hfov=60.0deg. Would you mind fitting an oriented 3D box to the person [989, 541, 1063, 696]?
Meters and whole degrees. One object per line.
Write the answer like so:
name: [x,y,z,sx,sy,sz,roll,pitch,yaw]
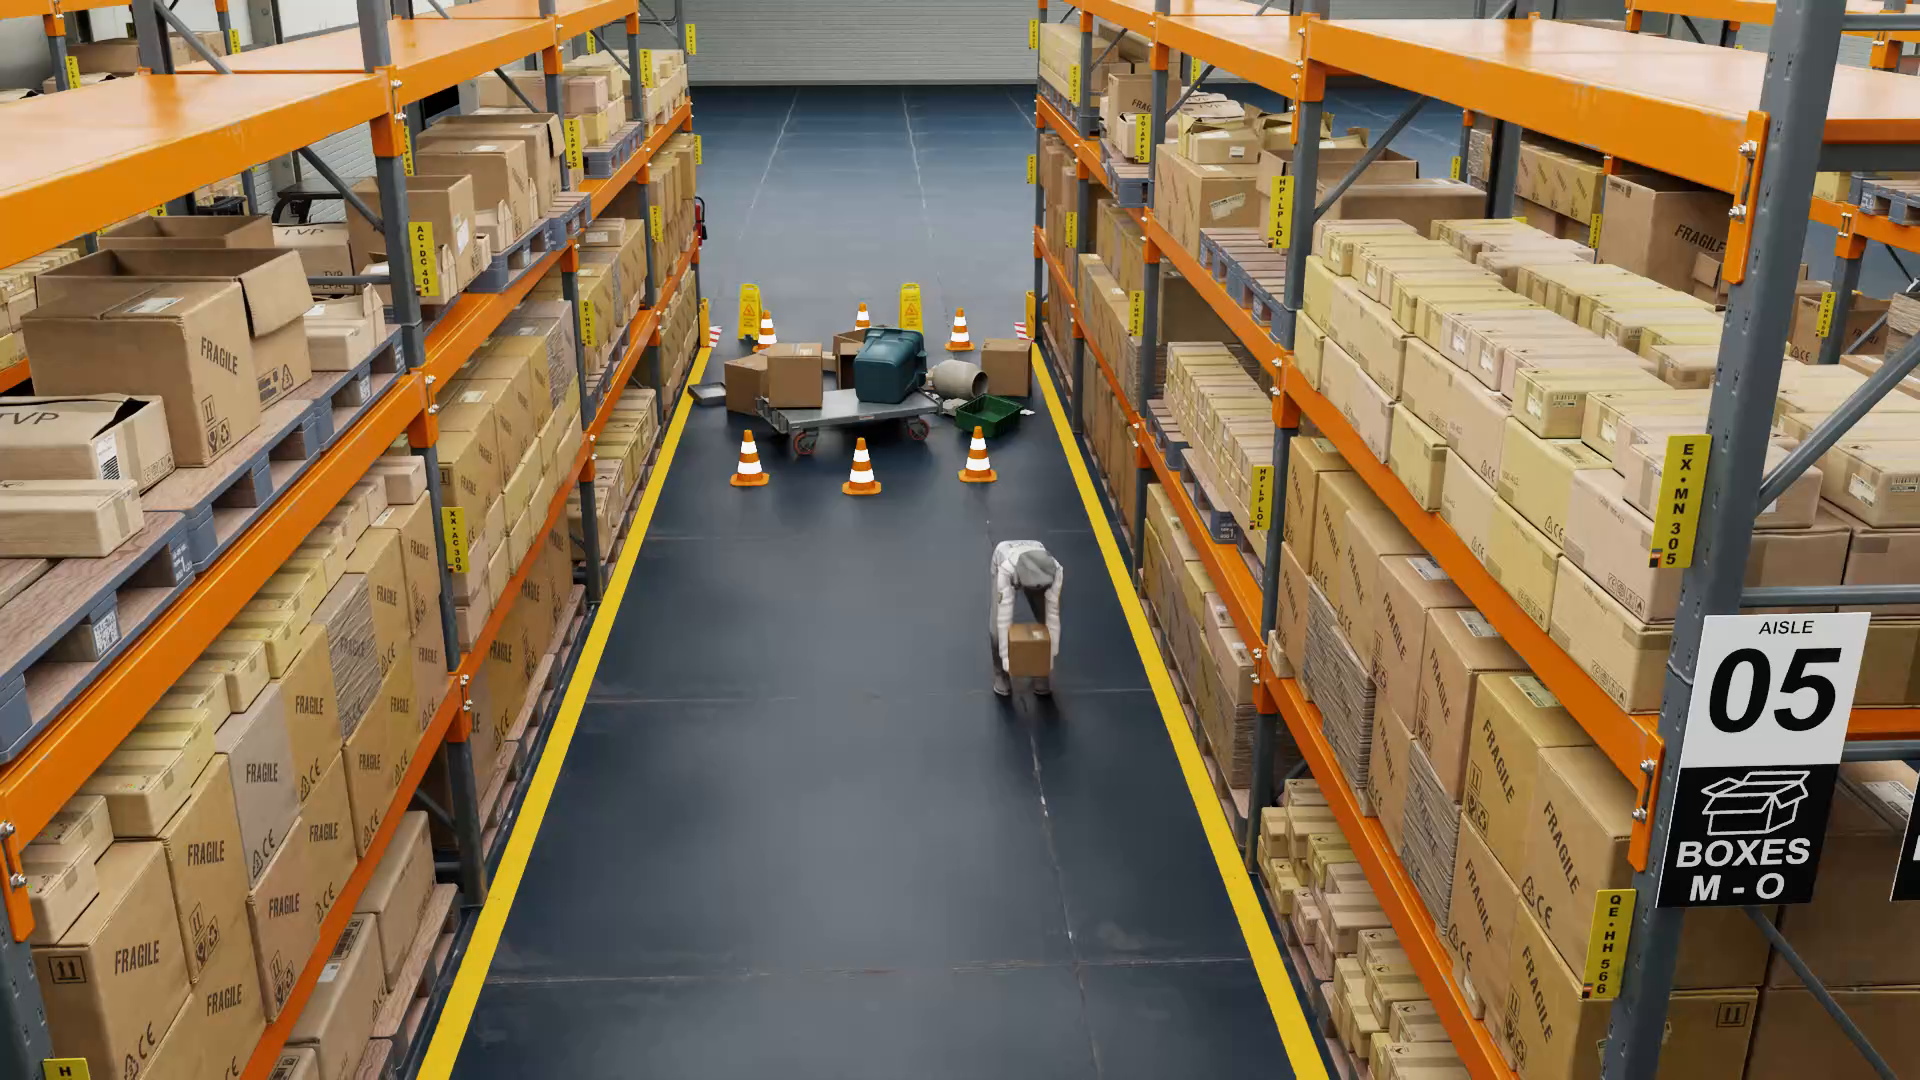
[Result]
person: [0.420,0.498,10.488,0.442,1.148,0.915,-2,21,-5]
